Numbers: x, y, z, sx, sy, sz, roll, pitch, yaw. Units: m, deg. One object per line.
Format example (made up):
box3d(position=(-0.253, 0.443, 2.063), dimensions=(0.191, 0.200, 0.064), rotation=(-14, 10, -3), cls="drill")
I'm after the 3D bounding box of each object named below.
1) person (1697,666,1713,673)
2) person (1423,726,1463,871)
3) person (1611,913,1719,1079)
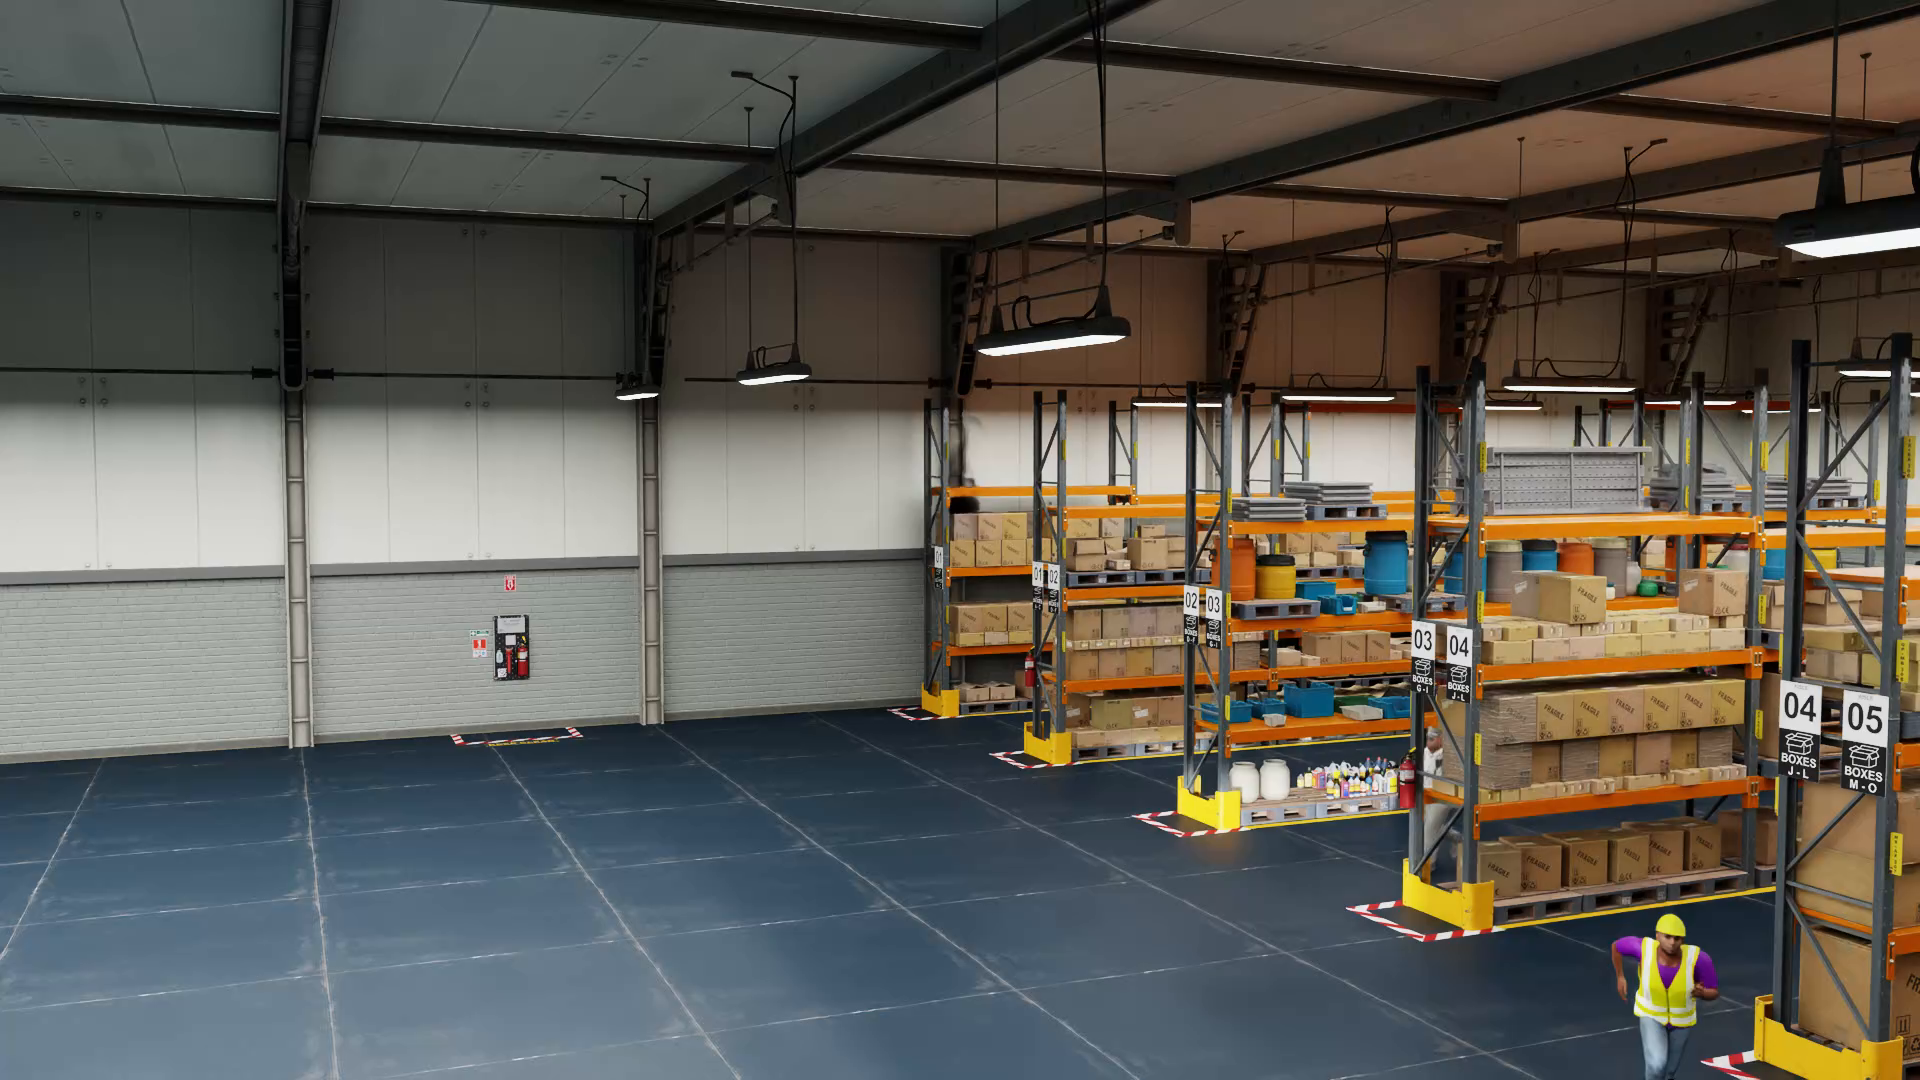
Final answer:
box3d(position=(12.695, 2.655, 28.413), dimensions=(0.712, 1.789, 0.640), rotation=(-1, 3, -15), cls="person")
box3d(position=(5.795, 3.109, 20.060), dimensions=(0.849, 1.760, 0.652), rotation=(-2, 4, -27), cls="person")
box3d(position=(5.220, 3.570, 12.335), dimensions=(0.683, 1.708, 0.912), rotation=(1, 3, 11), cls="person")
